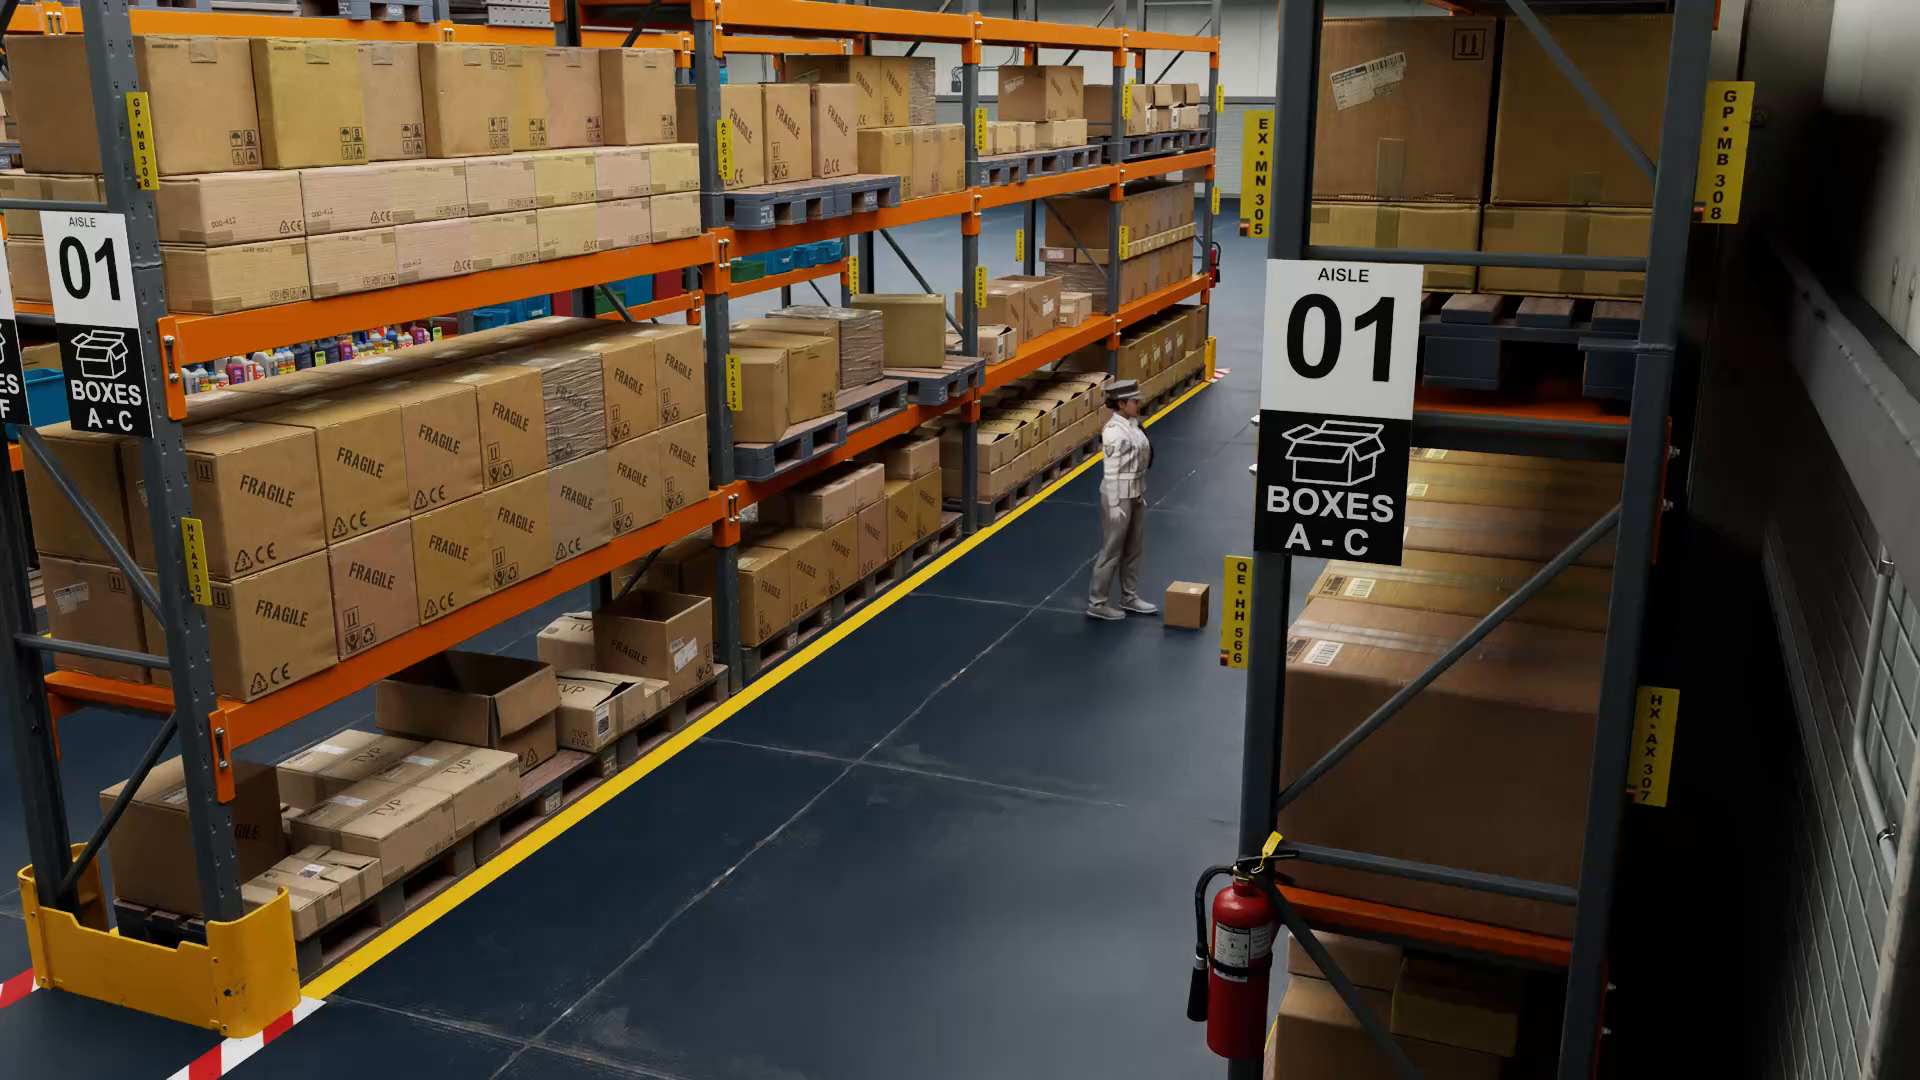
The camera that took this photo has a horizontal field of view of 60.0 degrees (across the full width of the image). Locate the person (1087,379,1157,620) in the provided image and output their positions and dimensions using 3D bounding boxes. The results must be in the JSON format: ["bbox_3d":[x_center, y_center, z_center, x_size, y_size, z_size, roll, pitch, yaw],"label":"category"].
[{"bbox_3d":[1.161,-0.281,11.528,0.431,1.699,0.488,7,17,23],"label":"person"}]
